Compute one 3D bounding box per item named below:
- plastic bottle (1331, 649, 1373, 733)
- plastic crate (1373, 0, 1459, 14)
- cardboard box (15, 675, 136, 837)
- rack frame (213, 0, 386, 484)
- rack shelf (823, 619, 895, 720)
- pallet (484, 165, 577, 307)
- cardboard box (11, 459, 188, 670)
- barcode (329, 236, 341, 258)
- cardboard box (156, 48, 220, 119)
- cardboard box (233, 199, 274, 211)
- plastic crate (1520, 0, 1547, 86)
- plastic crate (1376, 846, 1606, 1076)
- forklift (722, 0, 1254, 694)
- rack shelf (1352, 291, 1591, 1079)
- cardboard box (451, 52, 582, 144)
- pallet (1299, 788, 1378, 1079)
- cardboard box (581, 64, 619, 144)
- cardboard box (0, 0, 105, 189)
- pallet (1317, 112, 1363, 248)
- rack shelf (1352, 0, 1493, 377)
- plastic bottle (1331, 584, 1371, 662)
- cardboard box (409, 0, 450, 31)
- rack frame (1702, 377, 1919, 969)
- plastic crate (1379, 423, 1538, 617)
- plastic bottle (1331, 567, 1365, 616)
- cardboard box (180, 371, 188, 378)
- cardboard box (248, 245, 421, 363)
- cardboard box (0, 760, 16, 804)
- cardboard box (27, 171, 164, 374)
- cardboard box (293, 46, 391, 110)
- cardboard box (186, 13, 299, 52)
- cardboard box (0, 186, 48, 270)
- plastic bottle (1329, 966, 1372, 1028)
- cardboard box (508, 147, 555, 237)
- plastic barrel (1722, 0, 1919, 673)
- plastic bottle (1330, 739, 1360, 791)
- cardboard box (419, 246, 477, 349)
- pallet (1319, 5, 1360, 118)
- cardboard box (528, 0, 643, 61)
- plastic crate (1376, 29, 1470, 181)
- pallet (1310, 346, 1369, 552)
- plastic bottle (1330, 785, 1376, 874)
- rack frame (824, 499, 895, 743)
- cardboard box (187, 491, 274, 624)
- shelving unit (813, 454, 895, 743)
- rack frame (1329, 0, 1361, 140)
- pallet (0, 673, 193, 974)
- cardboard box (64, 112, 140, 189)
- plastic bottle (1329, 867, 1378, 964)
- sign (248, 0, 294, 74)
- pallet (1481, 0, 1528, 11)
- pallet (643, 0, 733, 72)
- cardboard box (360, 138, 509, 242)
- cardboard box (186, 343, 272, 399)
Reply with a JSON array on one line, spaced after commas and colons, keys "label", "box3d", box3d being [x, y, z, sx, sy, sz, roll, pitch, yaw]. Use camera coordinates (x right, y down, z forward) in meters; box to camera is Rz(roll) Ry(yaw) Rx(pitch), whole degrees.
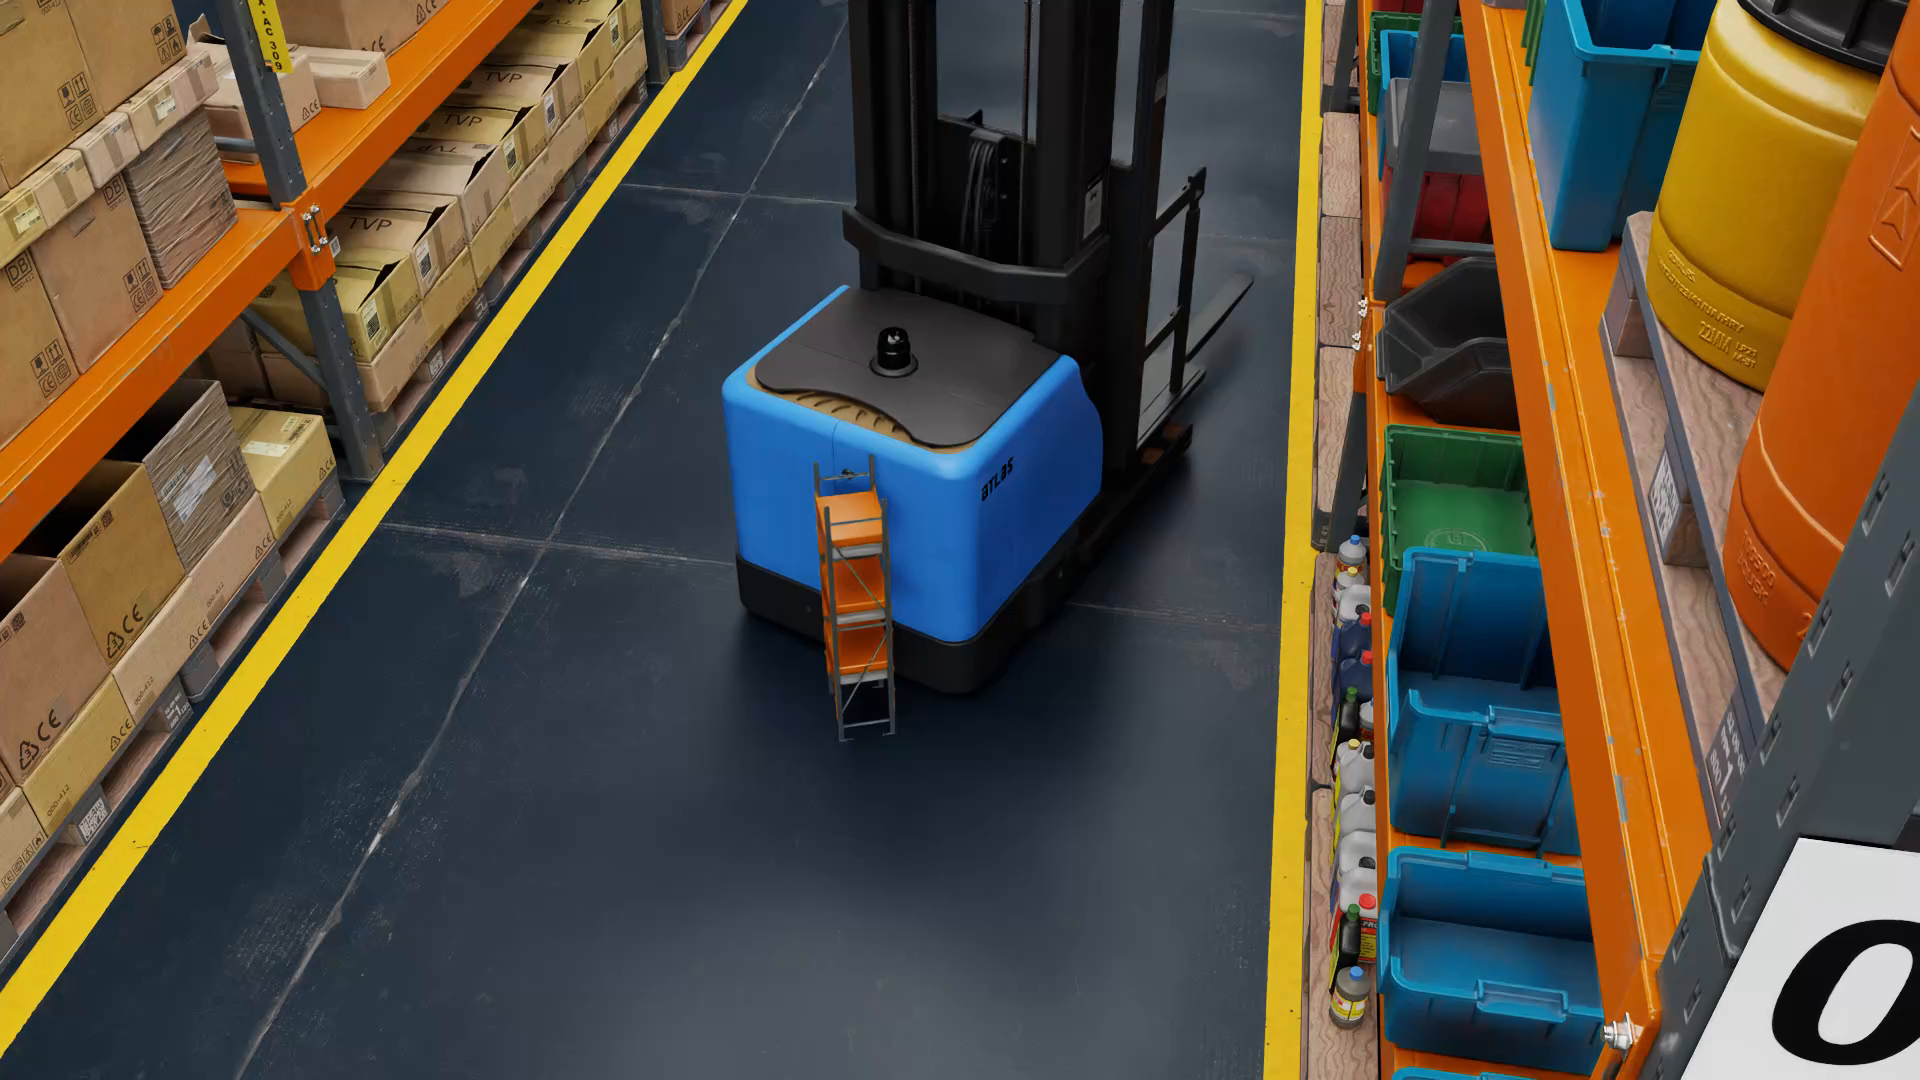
[{"label": "plastic bottle", "box3d": [1.330, 0.492, 5.534, 0.144, 0.351, 0.185, 5, 40, 6]}, {"label": "plastic crate", "box3d": [2.023, -2.493, 7.361, 0.402, 0.464, 0.583, 6, 40, 8]}, {"label": "cardboard box", "box3d": [-3.086, 0.668, 5.416, 0.500, 0.250, 0.500, 6, 40, 8]}, {"label": "rack frame", "box3d": [-2.966, -1.487, 6.195, 1.000, 3.000, 0.127, 6, 40, 8]}, {"label": "rack shelf", "box3d": [-0.354, 0.442, 5.842, 0.215, 0.259, 0.240, -7, 40, -9]}, {"label": "pallet", "box3d": [-2.669, -1.647, 8.576, 1.003, 0.211, 1.213, 6, 40, 8]}, {"label": "cardboard box", "box3d": [-3.012, 0.064, 5.559, 0.500, 0.500, 0.500, 6, 40, 8]}, {"label": "barcode", "box3d": [-2.512, -1.178, 6.683, 0.001, 0.075, 0.075, 6, 40, 8]}, {"label": "cardboard box", "box3d": [-2.803, -1.581, 5.721, 0.380, 0.149, 0.250, 6, 40, 8]}, {"label": "cardboard box", "box3d": [-3.095, -1.418, 7.500, 0.500, 0.311, 0.500, 7, 40, 9]}, {"label": "plastic crate", "box3d": [1.370, -1.053, 3.482, 0.336, 0.188, 0.450, 6, 40, 8]}, {"label": "plastic crate", "box3d": [1.129, 0.875, 3.454, 0.499, 0.251, 0.408, 6, 40, 8]}, {"label": "forklift", "box3d": [0.341, -1.496, 6.260, 1.130, 2.935, 3.031, 21, 44, 23]}, {"label": "rack shelf", "box3d": [1.565, 0.594, 4.242, 1.077, 0.370, 4.000, 6, 40, 8]}, {"label": "cardboard box", "box3d": [-2.296, -2.316, 8.586, 0.500, 0.311, 0.500, 6, 40, 7]}, {"label": "pallet", "box3d": [1.545, 1.321, 4.987, 1.003, 0.211, 1.213, 6, 40, 8]}, {"label": "cardboard box", "box3d": [-2.211, -2.419, 9.150, 0.500, 0.250, 0.500, 6, 40, 7]}, {"label": "cardboard box", "box3d": [-3.123, -1.429, 5.028, 0.700, 0.500, 0.500, 6, 40, 8]}, {"label": "pallet", "box3d": [2.431, -1.892, 8.873, 1.003, 0.211, 1.213, 6, 40, 8]}, {"label": "rack shelf", "box3d": [2.258, -1.917, 7.279, 1.077, 0.370, 4.000, 6, 40, 8]}, {"label": "plastic bottle", "box3d": [1.396, 0.299, 5.826, 0.152, 0.276, 0.135, 8, 40, 9]}, {"label": "cardboard box", "box3d": [-2.640, -2.651, 7.524, 0.500, 0.500, 0.500, 6, 40, 8]}, {"label": "rack frame", "box3d": [1.219, -0.740, 0.583, 1.000, 3.000, 0.127, 6, 40, 8]}, {"label": "plastic crate", "box3d": [1.399, -0.036, 4.606, 0.450, 0.188, 0.662, 6, 40, 8]}, {"label": "plastic bottle", "box3d": [1.407, 0.186, 6.022, 0.097, 0.201, 0.097, 0, 40, 0]}, {"label": "cardboard box", "box3d": [-3.355, -0.622, 6.388, 0.500, 0.500, 0.500, 6, 40, 8]}, {"label": "cardboard box", "box3d": [-2.650, -1.037, 7.039, 0.500, 0.311, 0.500, 7, 40, 8]}, {"label": "cardboard box", "box3d": [-3.188, 0.691, 4.800, 0.500, 0.500, 0.500, 6, 40, 8]}, {"label": "cardboard box", "box3d": [-3.122, -0.915, 5.424, 0.700, 0.500, 0.500, 6, 40, 7]}, {"label": "cardboard box", "box3d": [-2.612, -1.924, 6.920, 0.380, 0.149, 0.250, 6, 40, 8]}, {"label": "cardboard box", "box3d": [-2.995, -2.007, 6.929, 0.396, 0.266, 0.258, 5, 40, 7]}, {"label": "cardboard box", "box3d": [-2.980, -0.943, 4.949, 0.380, 0.149, 0.250, 6, 40, 7]}, {"label": "plastic bottle", "box3d": [1.105, 1.280, 4.699, 0.097, 0.201, 0.097, 0, 40, 0]}, {"label": "cardboard box", "box3d": [-2.387, -1.780, 8.377, 0.500, 0.250, 0.500, 7, 40, 9]}, {"label": "plastic barrel", "box3d": [1.178, -0.231, 1.654, 0.600, 0.830, 0.708, 6, 40, 8]}, {"label": "plastic bottle", "box3d": [1.258, 0.725, 5.370, 0.097, 0.201, 0.097, 0, 40, 0]}, {"label": "cardboard box", "box3d": [-2.563, -1.136, 7.598, 0.500, 0.250, 0.500, 7, 40, 9]}, {"label": "pallet", "box3d": [2.699, -2.874, 10.060, 1.003, 0.211, 1.213, 6, 40, 8]}, {"label": "cardboard box", "box3d": [-2.122, -2.960, 9.364, 0.500, 0.311, 0.500, 7, 40, 9]}, {"label": "plastic crate", "box3d": [1.796, -1.659, 6.415, 0.392, 0.384, 0.575, 6, 40, 8]}, {"label": "pallet", "box3d": [2.009, -0.361, 7.021, 1.003, 0.211, 1.213, 6, 40, 8]}, {"label": "plastic bottle", "box3d": [1.225, 0.876, 5.071, 0.144, 0.351, 0.185, 8, 40, 10]}, {"label": "rack frame", "box3d": [-0.329, 0.293, 5.567, 0.200, 1.050, 0.008, -7, 40, -9]}, {"label": "cardboard box", "box3d": [-2.928, 0.039, 6.178, 0.500, 0.250, 0.500, 6, 40, 8]}, {"label": "shelving unit", "box3d": [-0.354, 0.218, 5.660, 0.215, 1.050, 0.252, -7, 40, -9]}, {"label": "rack frame", "box3d": [2.604, -3.449, 8.567, 1.000, 3.000, 0.127, 6, 40, 8]}, {"label": "pallet", "box3d": [-3.354, 0.850, 5.556, 1.003, 0.211, 1.213, 6, 40, 8]}, {"label": "cardboard box", "box3d": [-2.890, -1.262, 5.335, 0.380, 0.149, 0.250, 5, 40, 6]}, {"label": "plastic bottle", "box3d": [1.176, 1.096, 4.863, 0.152, 0.276, 0.135, 7, 40, 8]}, {"label": "sign", "box3d": [-2.420, -1.791, 5.821, 0.100, 0.325, 0.005, 6, 40, 8]}, {"label": "pallet", "box3d": [1.883, -1.558, 4.075, 1.213, 0.211, 1.003, 6, 40, 8]}, {"label": "pallet", "box3d": [-2.108, -3.387, 10.681, 1.003, 0.211, 1.213, 6, 40, 8]}, {"label": "cardboard box", "box3d": [-2.469, -1.676, 7.811, 0.500, 0.311, 0.500, 5, 40, 6]}, {"label": "cardboard box", "box3d": [-3.180, -0.881, 7.290, 0.500, 0.250, 0.500, 6, 40, 7]}]
